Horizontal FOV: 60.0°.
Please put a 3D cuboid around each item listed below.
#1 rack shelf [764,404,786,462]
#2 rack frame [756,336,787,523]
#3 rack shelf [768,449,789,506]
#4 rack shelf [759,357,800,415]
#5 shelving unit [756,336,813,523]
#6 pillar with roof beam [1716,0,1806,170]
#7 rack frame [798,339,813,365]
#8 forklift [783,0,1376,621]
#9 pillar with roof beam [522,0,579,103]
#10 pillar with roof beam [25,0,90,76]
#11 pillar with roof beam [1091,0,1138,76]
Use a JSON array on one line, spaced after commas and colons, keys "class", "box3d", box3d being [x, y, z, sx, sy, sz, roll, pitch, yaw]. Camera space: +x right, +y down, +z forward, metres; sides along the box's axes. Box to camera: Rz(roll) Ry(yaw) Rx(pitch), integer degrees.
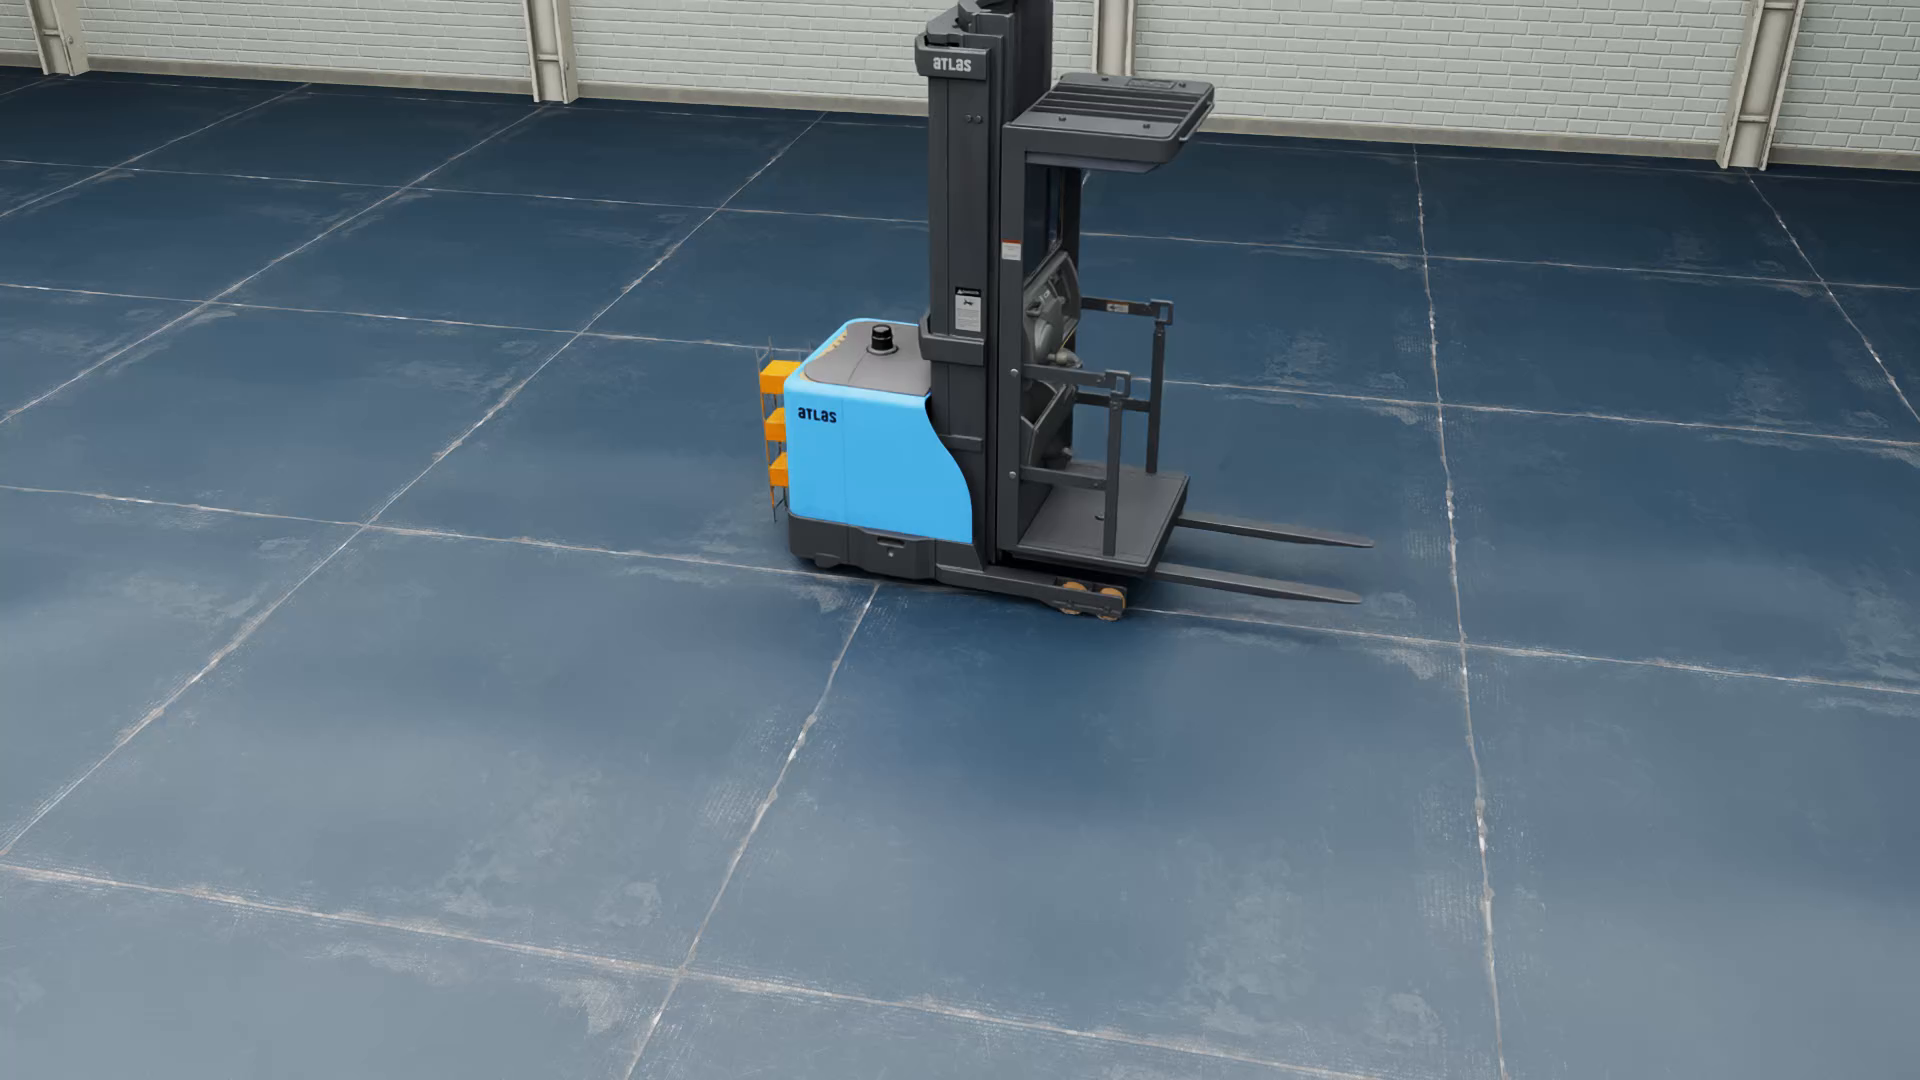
[{"class": "rack shelf", "box3d": [-0.930, -0.586, 9.239, 0.240, 0.259, 0.215, 5, 29, 14]}, {"class": "rack frame", "box3d": [-1.048, -0.606, 9.264, 0.008, 1.050, 0.200, 5, 29, 14]}, {"class": "rack shelf", "box3d": [-0.919, -0.341, 9.370, 0.240, 0.259, 0.215, 5, 29, 14]}, {"class": "rack shelf", "box3d": [-0.941, -0.836, 9.105, 0.240, 0.259, 0.215, 5, 29, 14]}, {"class": "shelving unit", "box3d": [-0.930, -0.595, 9.234, 0.252, 1.050, 0.215, 5, 29, 14]}, {"class": "pillar with roof beam", "box3d": [6.488, -5.480, 9.888, 0.400, 9.000, 9.100, 6, 29, 11]}, {"class": "rack frame", "box3d": [-0.813, -0.584, 9.203, 0.008, 1.050, 0.200, 5, 29, 14]}, {"class": "forklift", "box3d": [0.651, -1.159, 8.315, 3.031, 2.935, 1.130, 9, 30, 16]}, {"class": "pillar with roof beam", "box3d": [-5.248, -6.683, 12.086, 0.400, 9.000, 9.100, 6, 29, 11]}, {"class": "pillar with roof beam", "box3d": [-11.115, -7.285, 13.185, 0.400, 9.000, 9.100, 6, 29, 11]}, {"class": "pillar with roof beam", "box3d": [0.620, -6.081, 10.987, 0.400, 9.000, 9.100, 6, 29, 11]}]
